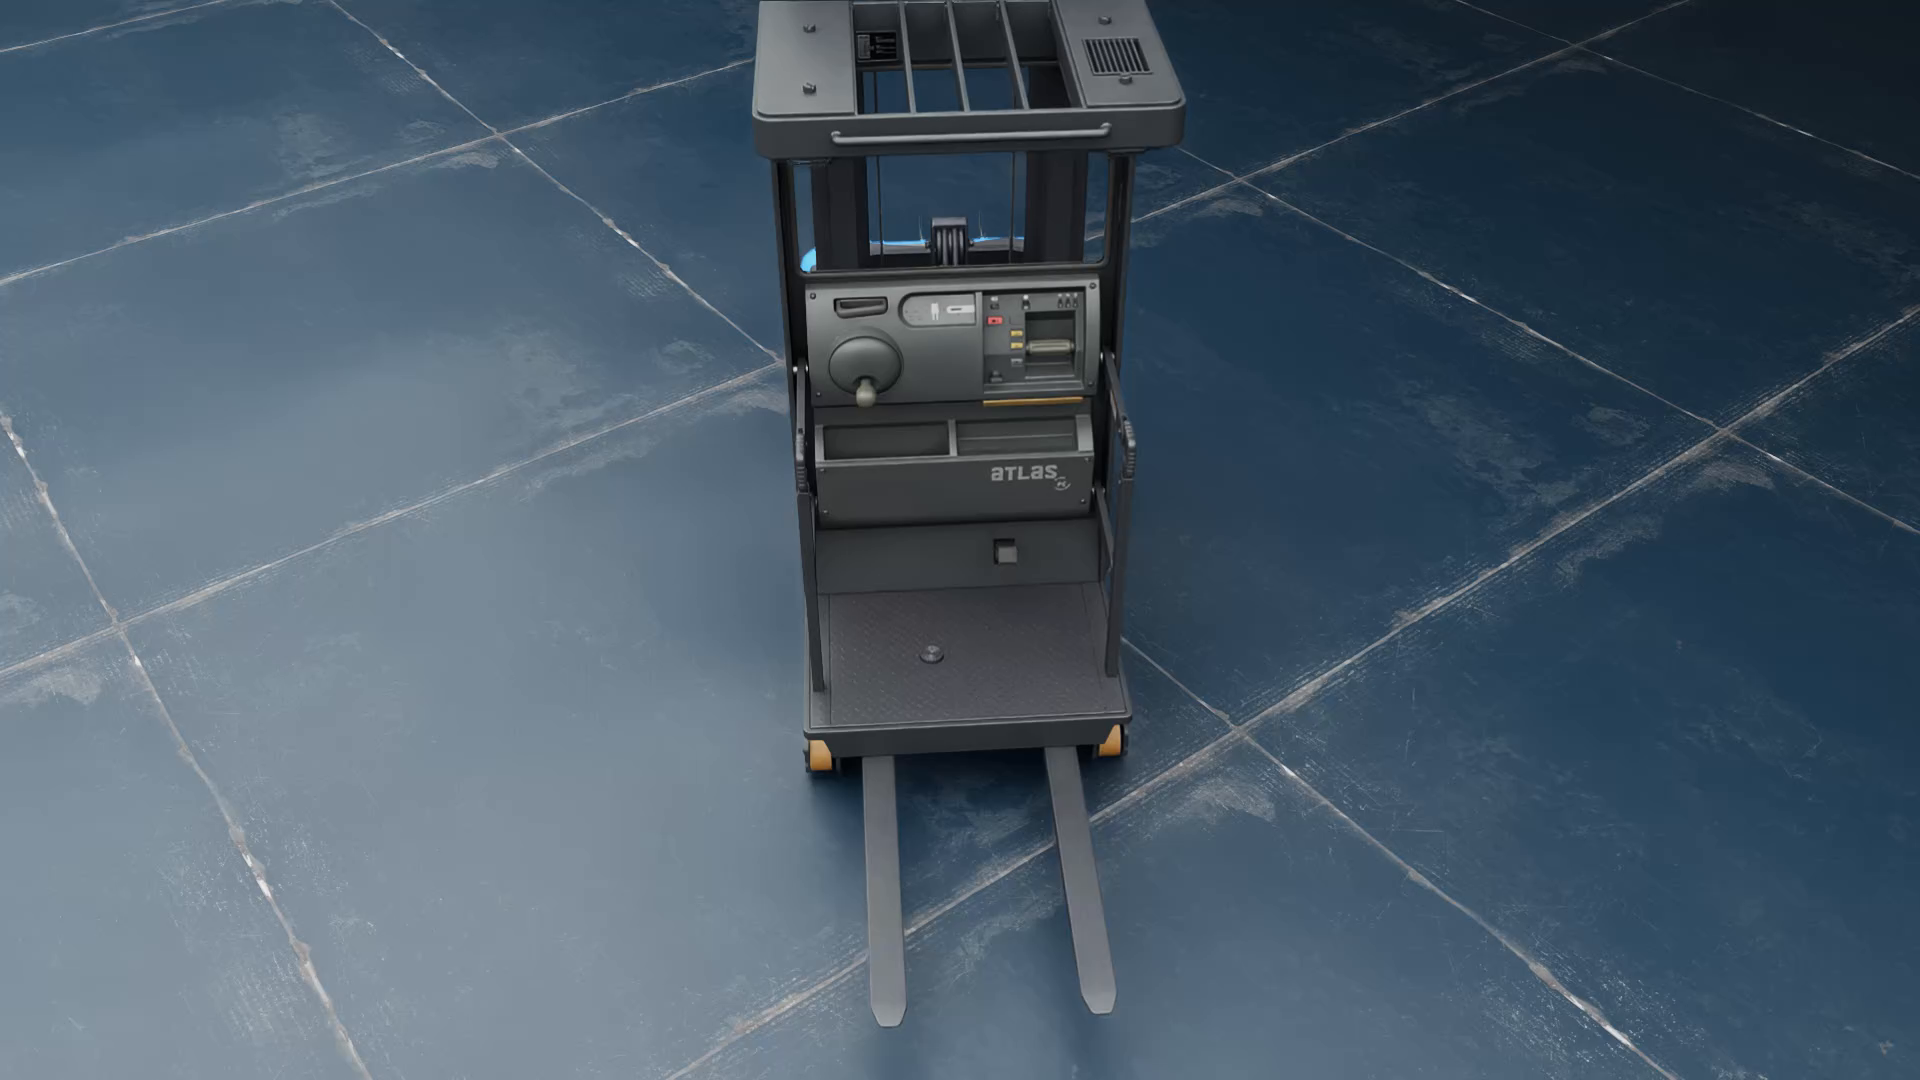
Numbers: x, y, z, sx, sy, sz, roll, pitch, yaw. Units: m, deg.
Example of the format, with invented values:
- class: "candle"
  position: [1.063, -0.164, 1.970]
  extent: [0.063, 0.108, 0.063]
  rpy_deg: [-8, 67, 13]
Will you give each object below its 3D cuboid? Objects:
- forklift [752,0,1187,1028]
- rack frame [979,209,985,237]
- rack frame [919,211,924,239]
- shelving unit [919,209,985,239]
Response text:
- class: "forklift"
  position: [-0.002, -0.553, 5.113]
  extent: [1.130, 2.935, 3.031]
  rpy_deg: [-3, 39, -3]
- class: "rack frame"
  position: [0.089, -0.870, 6.983]
  extent: [0.008, 1.050, 0.200]
  rpy_deg: [-3, 39, -4]
- class: "rack frame"
  position: [-0.154, -0.857, 6.967]
  extent: [0.008, 1.050, 0.200]
  rpy_deg: [-3, 39, -4]
- class: "shelving unit"
  position: [-0.033, -0.863, 6.975]
  extent: [0.252, 1.050, 0.215]
  rpy_deg: [-3, 39, -4]
